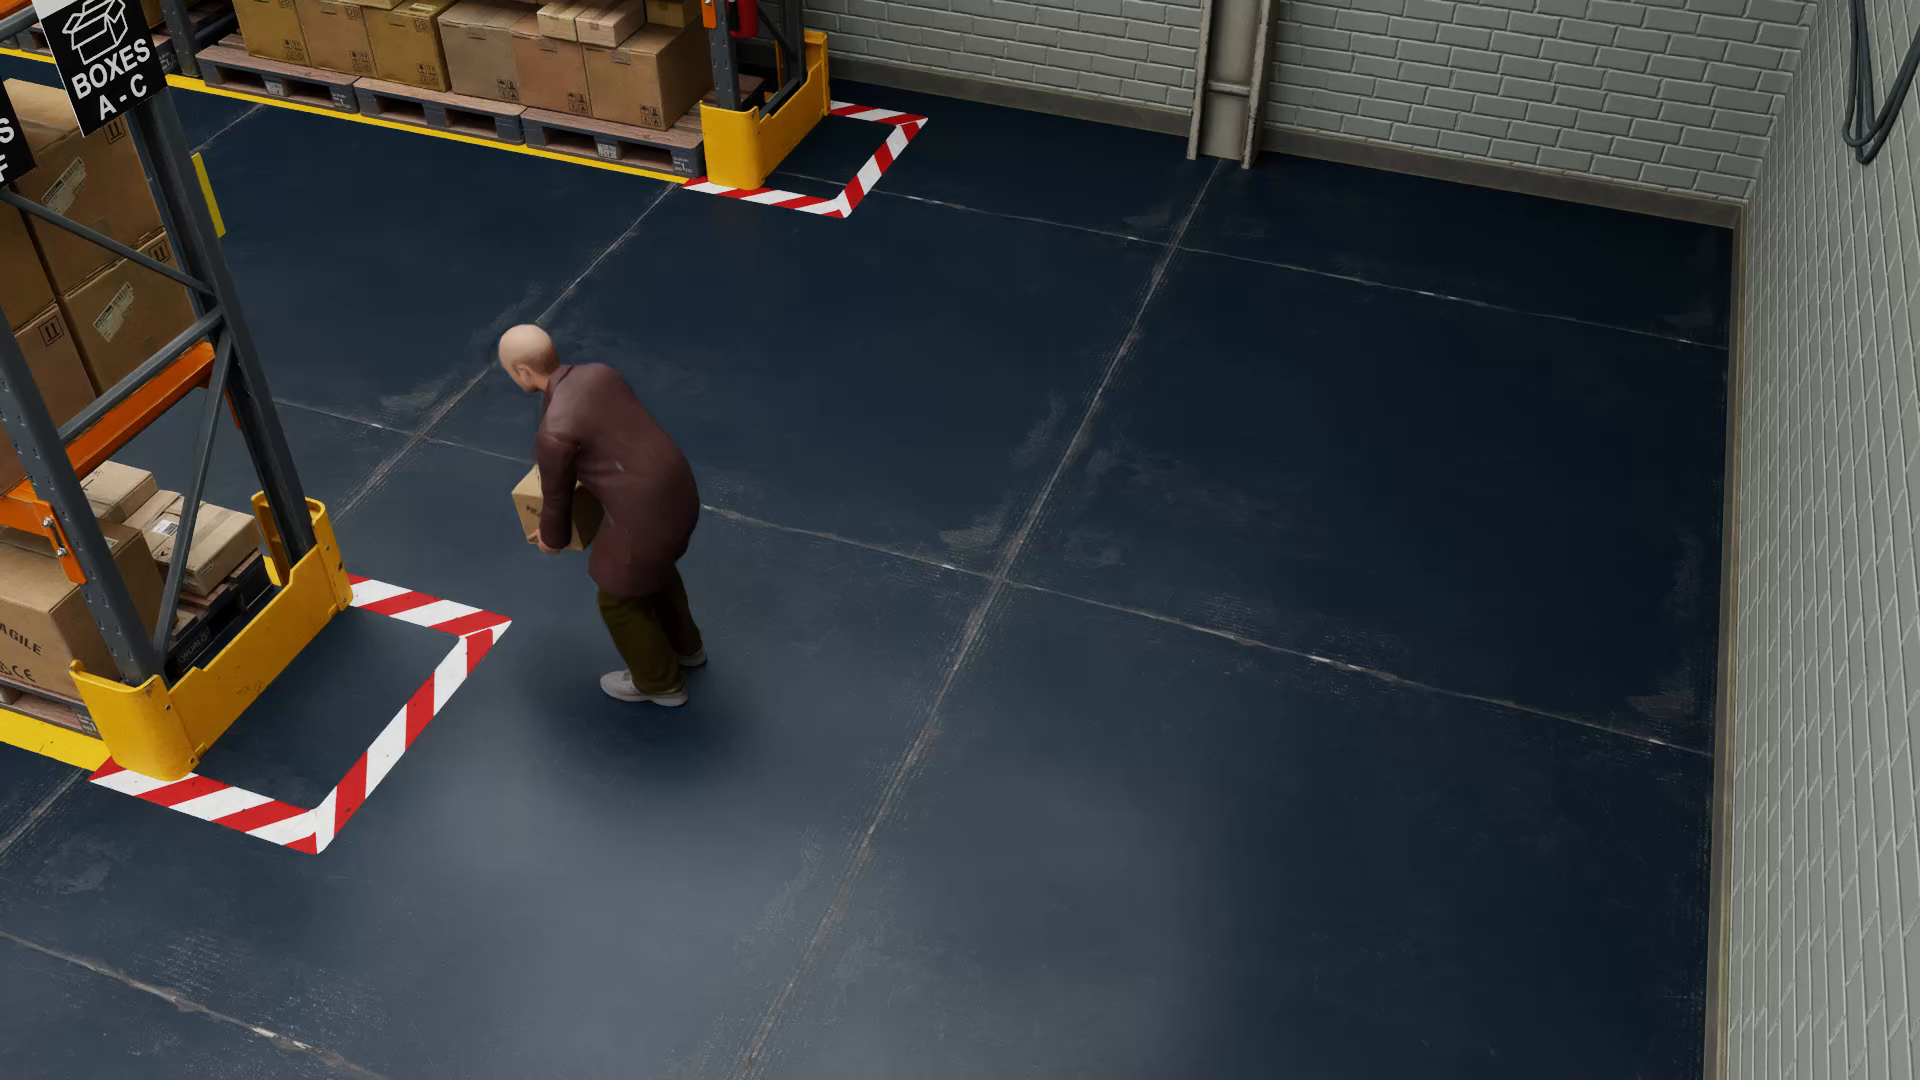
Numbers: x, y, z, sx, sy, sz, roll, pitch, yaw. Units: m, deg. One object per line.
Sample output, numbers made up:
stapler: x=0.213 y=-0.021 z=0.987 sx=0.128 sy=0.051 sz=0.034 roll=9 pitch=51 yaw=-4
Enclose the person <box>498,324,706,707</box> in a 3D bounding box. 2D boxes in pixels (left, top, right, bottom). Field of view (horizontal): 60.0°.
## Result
person: x=-1.325 y=-0.091 z=6.375 sx=0.662 sy=1.653 sz=0.543 roll=13 pitch=43 yaw=14
